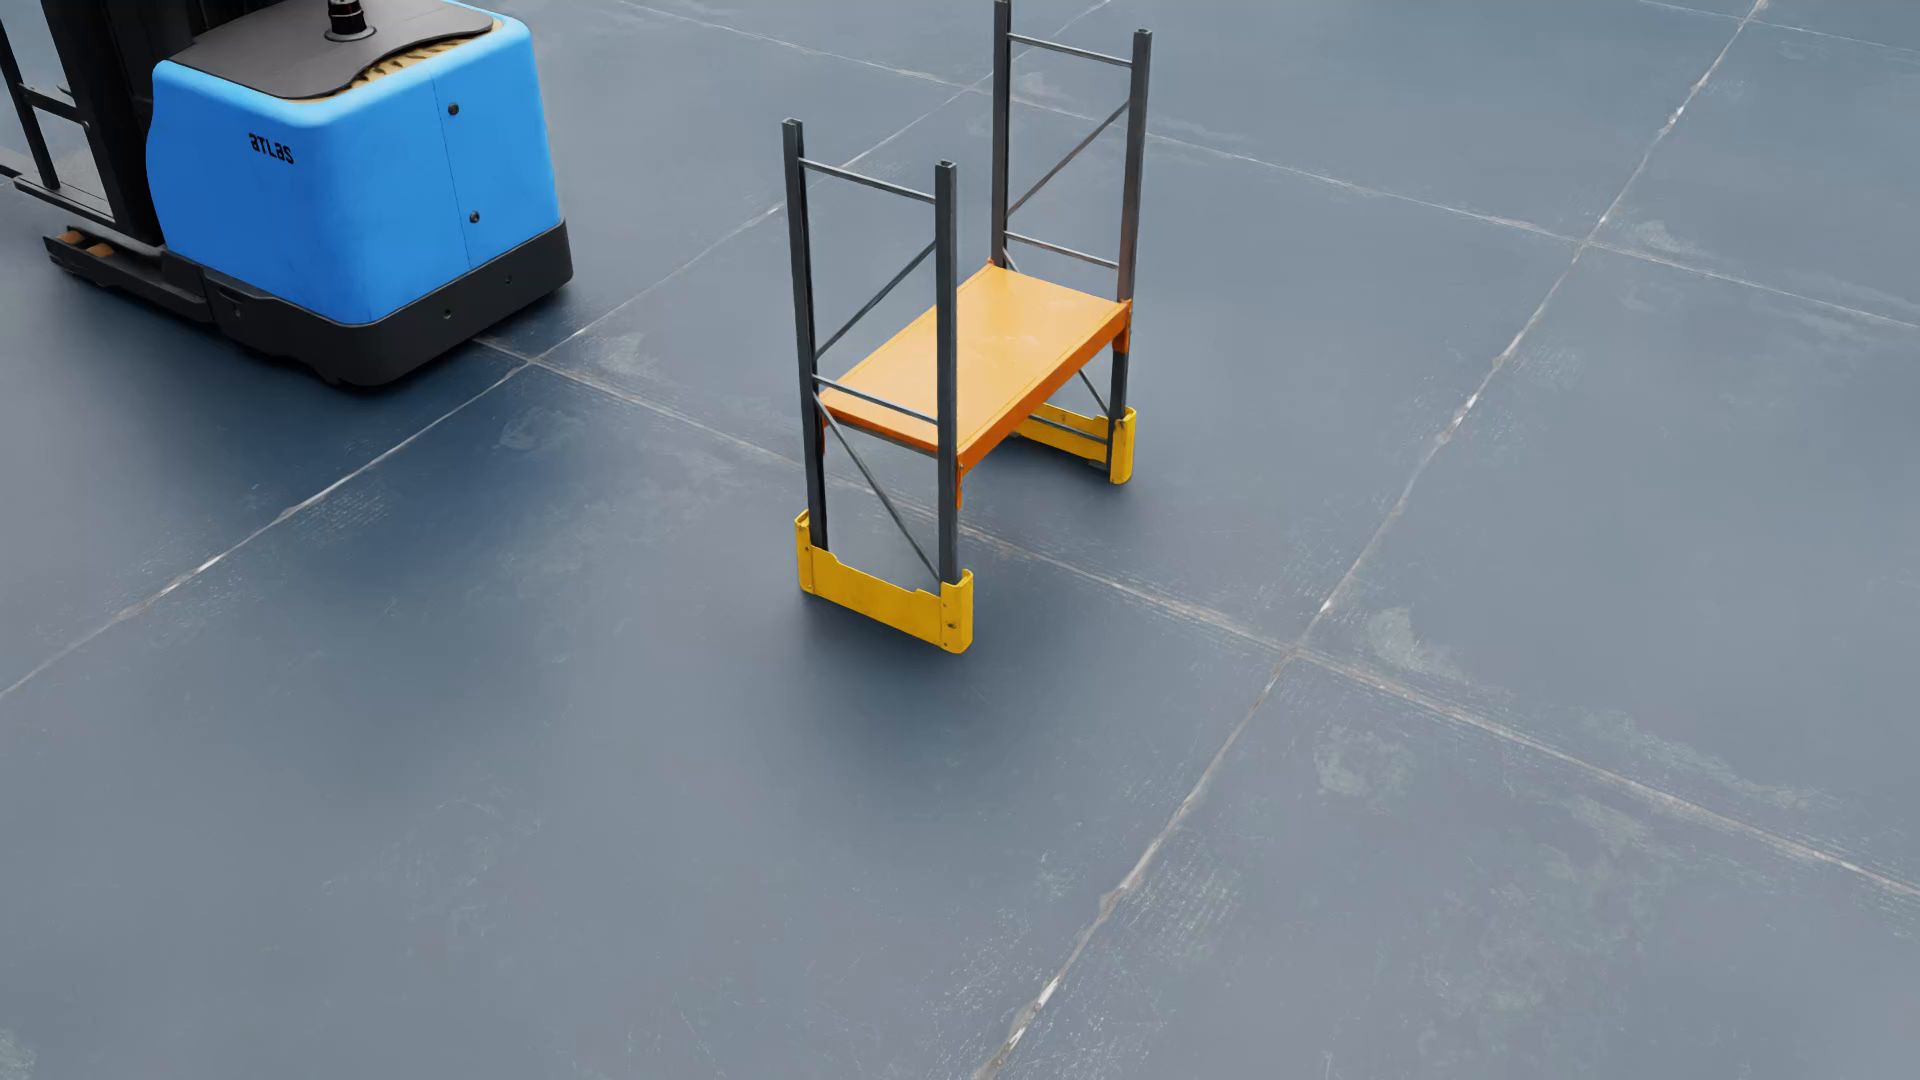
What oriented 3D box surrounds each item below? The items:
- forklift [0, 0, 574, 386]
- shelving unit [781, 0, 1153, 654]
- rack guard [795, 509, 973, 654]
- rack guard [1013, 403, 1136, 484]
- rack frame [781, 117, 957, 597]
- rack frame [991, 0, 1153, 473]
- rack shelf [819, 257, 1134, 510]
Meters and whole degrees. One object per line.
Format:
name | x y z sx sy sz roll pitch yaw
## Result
forklift | -3.011 -2.399 5.962 3.031 2.935 1.130 22 43 26
shelving unit | 0.041 -0.633 4.843 0.587 1.500 1.083 21 42 25
rack guard | -0.226 0.118 4.892 0.587 0.250 0.087 21 42 25
rack guard | 0.308 -0.395 5.558 0.587 0.250 0.087 21 42 25
rack frame | -0.227 -0.376 4.509 0.500 1.500 0.032 21 42 25
rack frame | 0.318 -0.900 5.189 0.500 1.500 0.032 21 42 25
rack shelf | 0.046 -0.496 4.959 0.538 0.185 1.000 21 42 25
